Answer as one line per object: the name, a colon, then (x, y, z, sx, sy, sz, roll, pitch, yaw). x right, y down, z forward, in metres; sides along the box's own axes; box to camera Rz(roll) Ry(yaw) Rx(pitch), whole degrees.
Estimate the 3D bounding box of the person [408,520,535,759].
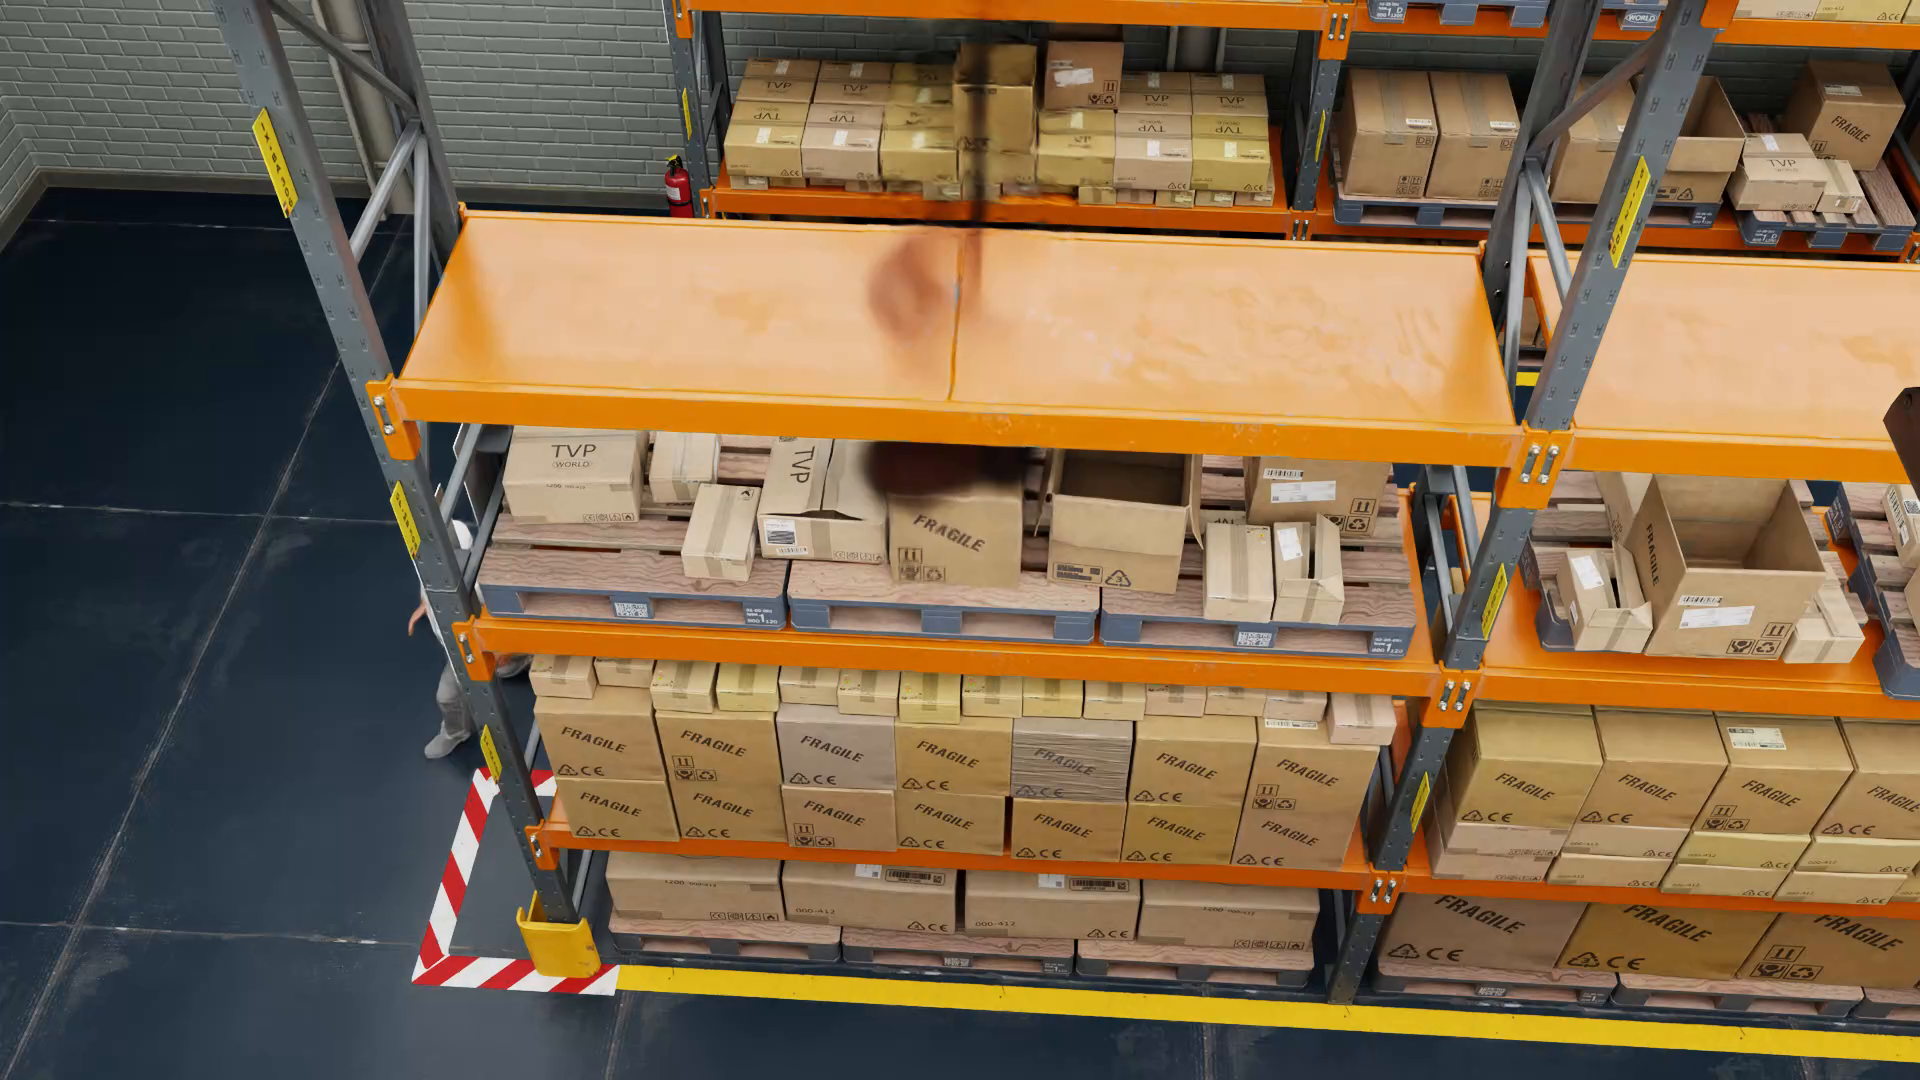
person: (-2.684, 0.520, 9.089, 0.866, 1.785, 0.728, -32, 55, -26)
